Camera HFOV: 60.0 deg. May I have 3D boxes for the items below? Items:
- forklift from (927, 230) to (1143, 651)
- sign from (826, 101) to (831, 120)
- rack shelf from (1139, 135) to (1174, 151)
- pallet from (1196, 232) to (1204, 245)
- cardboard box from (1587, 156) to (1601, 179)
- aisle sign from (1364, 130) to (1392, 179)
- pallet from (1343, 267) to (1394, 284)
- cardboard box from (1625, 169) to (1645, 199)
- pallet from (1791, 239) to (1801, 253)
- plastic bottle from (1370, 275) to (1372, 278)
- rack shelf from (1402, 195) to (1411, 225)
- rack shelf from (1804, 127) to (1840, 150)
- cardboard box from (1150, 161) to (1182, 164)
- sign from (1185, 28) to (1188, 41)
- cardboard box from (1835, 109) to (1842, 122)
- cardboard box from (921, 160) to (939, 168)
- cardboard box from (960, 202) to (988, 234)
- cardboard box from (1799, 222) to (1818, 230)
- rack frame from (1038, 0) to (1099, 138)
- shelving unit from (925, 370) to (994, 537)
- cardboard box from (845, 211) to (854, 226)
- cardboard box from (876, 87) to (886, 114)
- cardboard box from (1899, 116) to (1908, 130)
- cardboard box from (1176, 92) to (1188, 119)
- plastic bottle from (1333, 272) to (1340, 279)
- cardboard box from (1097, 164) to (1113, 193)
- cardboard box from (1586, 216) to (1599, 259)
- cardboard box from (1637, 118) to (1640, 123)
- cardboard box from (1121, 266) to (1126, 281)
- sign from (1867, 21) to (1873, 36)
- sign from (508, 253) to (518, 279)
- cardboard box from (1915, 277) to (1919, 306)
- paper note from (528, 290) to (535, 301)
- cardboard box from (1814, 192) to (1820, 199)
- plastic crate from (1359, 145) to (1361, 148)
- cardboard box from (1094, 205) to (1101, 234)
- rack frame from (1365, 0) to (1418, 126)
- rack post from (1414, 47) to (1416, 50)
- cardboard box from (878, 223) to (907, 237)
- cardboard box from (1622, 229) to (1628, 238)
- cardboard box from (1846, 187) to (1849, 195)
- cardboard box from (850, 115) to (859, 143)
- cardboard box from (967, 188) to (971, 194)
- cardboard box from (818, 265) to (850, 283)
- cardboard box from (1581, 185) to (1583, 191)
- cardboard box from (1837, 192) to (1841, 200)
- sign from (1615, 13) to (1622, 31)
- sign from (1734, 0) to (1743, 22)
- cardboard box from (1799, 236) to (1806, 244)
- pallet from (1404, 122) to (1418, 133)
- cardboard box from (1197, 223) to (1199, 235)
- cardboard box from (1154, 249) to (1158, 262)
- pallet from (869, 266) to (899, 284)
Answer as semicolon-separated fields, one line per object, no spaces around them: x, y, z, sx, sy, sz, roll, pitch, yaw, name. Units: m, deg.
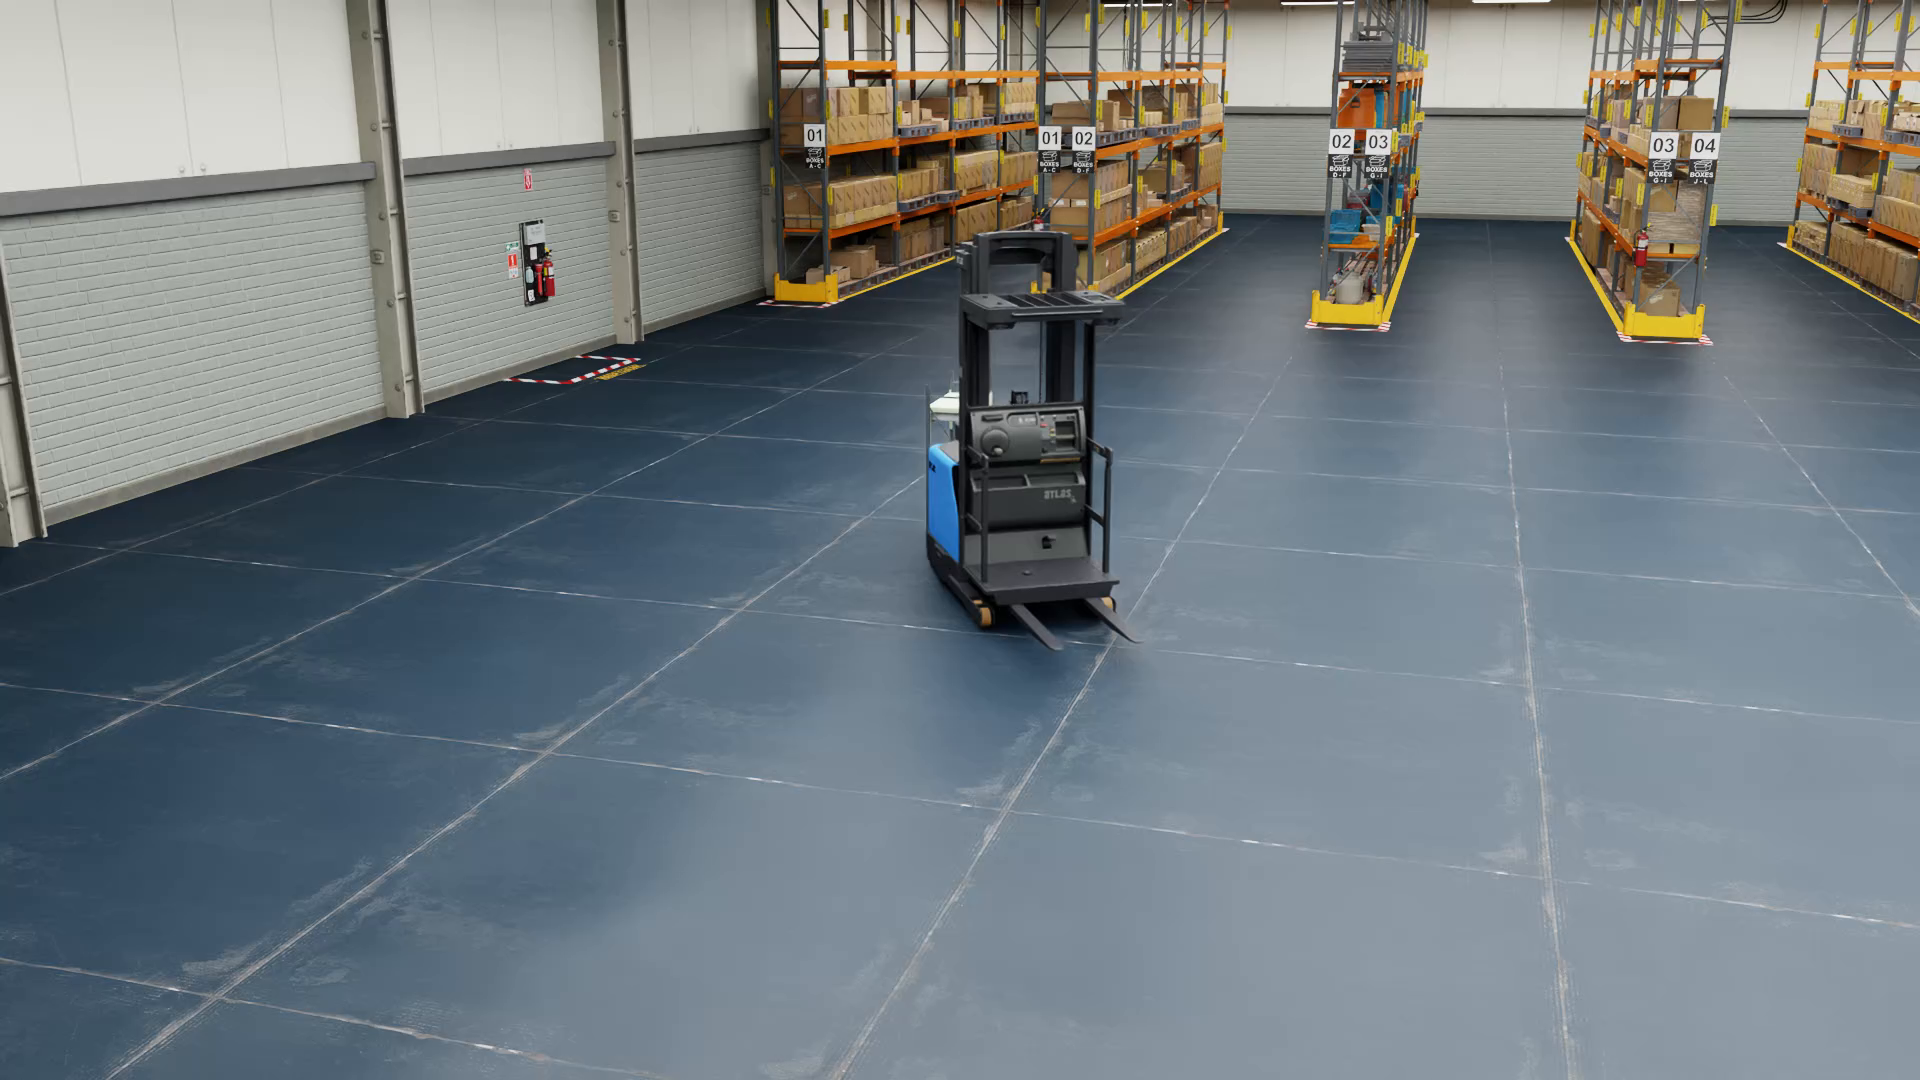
0.593;-0.845;12.856;1.130;2.935;3.031;-4;16;-15;forklift
-2.371;-7.721;29.876;0.100;0.325;0.005;5;16;16;sign
3.564;-8.183;34.425;1.077;0.370;4.000;5;16;16;rack shelf
5.465;-7.494;41.284;1.003;0.211;1.213;5;16;16;pallet
14.786;-8.590;38.394;0.500;0.500;0.500;5;17;16;cardboard box
6.867;-6.340;27.343;0.394;0.787;0.004;5;16;16;aisle sign
8.274;-5.365;33.778;1.003;0.211;1.213;5;16;16;pallet
11.980;-6.237;29.181;0.500;0.500;0.500;5;16;16;cardboard box
20.343;-6.951;39.369;1.003;0.211;1.213;5;16;16;pallet
7.585;-4.758;30.700;0.061;0.283;0.133;5;16;16;plastic bottle
9.449;-7.401;37.166;1.077;0.370;4.000;5;16;16;rack shelf
20.061;-9.096;37.643;1.077;0.370;4.000;5;16;16;rack shelf
4.920;-8.799;39.823;0.700;0.500;0.500;-1;16;-3;cardboard box
5.886;-13.118;43.151;0.100;0.325;0.005;5;16;16;sign
19.380;-9.227;36.147;0.500;0.250;0.500;4;16;13;cardboard box
-0.687;-8.472;37.443;0.380;0.149;0.250;2;16;9;cardboard box
0.209;-7.794;40.401;0.750;0.750;0.750;5;17;18;cardboard box
19.997;-7.391;39.174;0.380;0.149;0.250;5;16;16;cardboard box
1.859;-8.402;28.383;1.000;3.000;0.127;5;16;16;rack frame
-0.002;-0.720;15.039;0.431;1.500;0.755;5;16;16;shelving unit
-2.315;-6.077;31.416;0.500;0.250;0.500;4;16;14;cardboard box
-1.784;-8.631;32.632;0.500;0.500;0.500;6;17;19;cardboard box
17.797;-7.747;30.890;0.500;0.250;0.500;5;17;17;cardboard box
5.055;-10.271;39.332;0.600;0.600;0.600;3;16;11;cardboard box
6.889;-4.727;30.466;0.144;0.351;0.185;5;17;18;plastic bottle
2.448;-6.725;30.901;0.700;0.500;0.500;5;16;16;cardboard box
14.106;-6.432;35.552;1.225;0.875;0.875;5;16;16;cardboard box
12.664;-7.628;30.625;0.396;0.266;0.258;5;17;18;cardboard box
2.922;-5.174;32.263;0.500;0.250;0.500;5;16;16;cardboard box
21.156;-11.885;38.660;0.100;0.325;0.005;5;16;16;sign
-6.222;-3.817;23.145;0.001;0.329;0.234;5;16;16;sign
16.973;-4.403;28.402;0.875;0.875;0.875;5;17;17;cardboard box
-6.083;-3.472;23.607;0.016;0.148;0.142;5;16;16;paper note
19.725;-7.862;37.932;0.380;0.149;0.250;5;17;17;cardboard box
7.034;-7.127;29.772;0.336;0.188;0.450;5;16;16;plastic crate
2.148;-5.823;30.101;0.700;0.500;0.500;5;17;17;cardboard box
8.880;-10.110;34.404;1.000;3.000;0.127;5;16;16;rack frame
9.748;-10.903;37.336;0.937;0.300;0.954;4;16;15;rack post
-1.440;-6.625;35.511;0.500;0.250;0.500;4;16;15;cardboard box
11.842;-5.380;29.180;0.380;0.149;0.250;5;16;16;cardboard box
18.424;-7.156;34.126;0.380;0.149;0.250;5;17;17;cardboard box
-2.226;-7.742;31.332;0.500;0.500;0.500;5;17;18;cardboard box
0.036;-8.288;39.398;0.380;0.149;0.250;5;17;17;cardboard box
-2.447;-5.141;31.999;0.500;0.311;0.500;6;17;20;cardboard box
15.195;-8.476;40.096;0.380;0.149;0.250;4;16;15;cardboard box
18.647;-7.219;34.895;0.380;0.149;0.250;4;16;13;cardboard box
13.096;-10.294;33.049;0.100;0.325;0.005;5;16;16;sign
11.876;-8.079;25.384;0.100;0.325;0.005;5;16;16;sign
19.936;-7.042;39.034;0.380;0.149;0.250;5;17;17;cardboard box
9.569;-9.113;36.732;1.003;0.211;1.213;5;16;16;pallet
5.596;-7.667;40.905;0.500;0.311;0.500;5;16;16;cardboard box
3.928;-6.066;35.407;0.500;0.250;0.500;5;17;17;cardboard box
-1.912;-5.426;33.993;1.003;0.211;1.213;5;16;16;pallet
